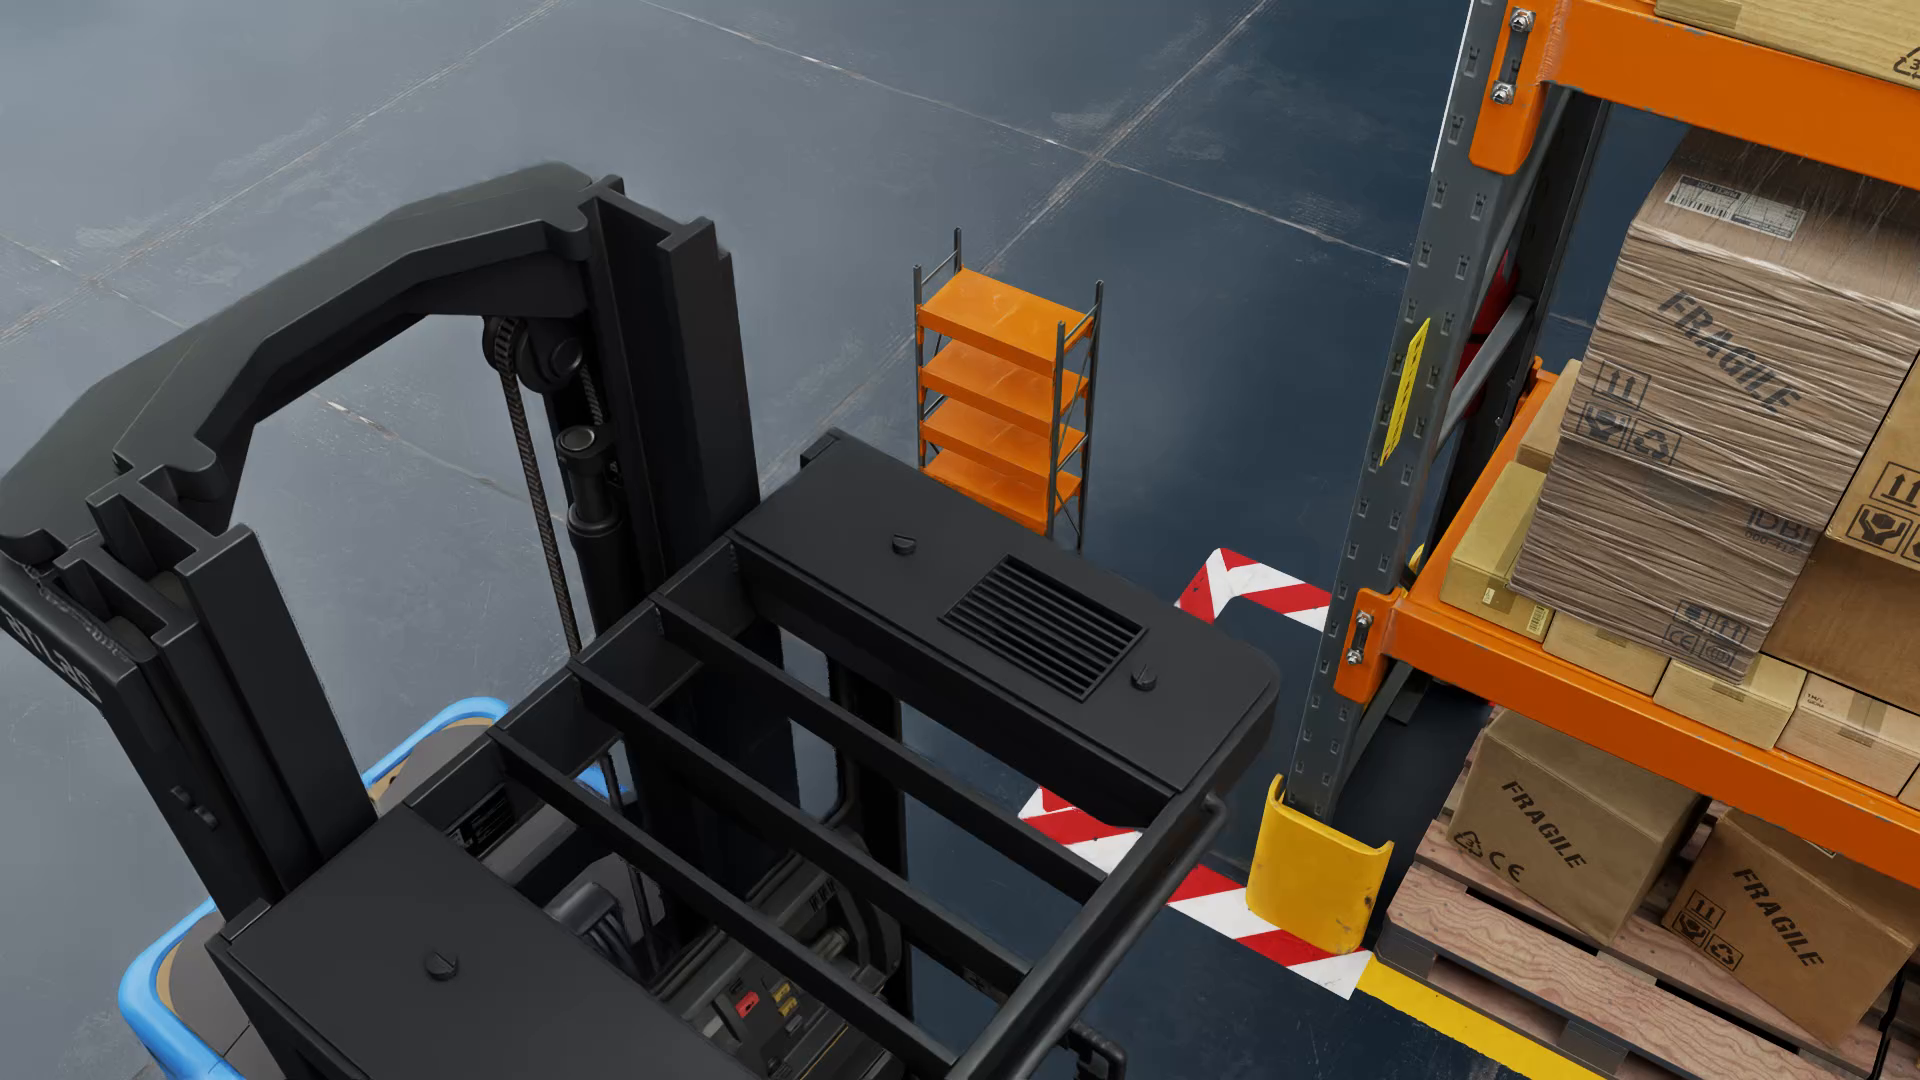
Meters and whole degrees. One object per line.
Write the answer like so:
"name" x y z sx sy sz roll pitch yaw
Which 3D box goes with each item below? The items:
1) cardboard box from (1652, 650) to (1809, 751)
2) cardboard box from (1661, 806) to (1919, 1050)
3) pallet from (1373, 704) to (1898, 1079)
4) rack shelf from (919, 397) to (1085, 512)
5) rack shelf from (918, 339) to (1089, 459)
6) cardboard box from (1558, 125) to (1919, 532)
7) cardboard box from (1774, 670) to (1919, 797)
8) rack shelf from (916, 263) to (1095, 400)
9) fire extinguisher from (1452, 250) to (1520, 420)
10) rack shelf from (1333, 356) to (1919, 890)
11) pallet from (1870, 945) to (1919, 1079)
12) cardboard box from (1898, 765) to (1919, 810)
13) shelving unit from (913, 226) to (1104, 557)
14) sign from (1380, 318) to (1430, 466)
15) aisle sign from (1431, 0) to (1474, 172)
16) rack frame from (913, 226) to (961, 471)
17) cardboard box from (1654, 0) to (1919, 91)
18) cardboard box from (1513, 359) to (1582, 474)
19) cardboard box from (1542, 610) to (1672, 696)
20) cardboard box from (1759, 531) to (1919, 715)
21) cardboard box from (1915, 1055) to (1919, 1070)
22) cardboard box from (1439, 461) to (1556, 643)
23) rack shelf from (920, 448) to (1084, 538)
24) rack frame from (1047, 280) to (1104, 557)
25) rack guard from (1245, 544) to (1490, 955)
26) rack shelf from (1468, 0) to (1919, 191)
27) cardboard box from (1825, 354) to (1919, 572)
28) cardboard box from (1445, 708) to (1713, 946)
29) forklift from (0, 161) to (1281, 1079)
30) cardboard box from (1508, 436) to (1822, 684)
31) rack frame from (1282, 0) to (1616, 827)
"cardboard box" 1.700 0.236 3.604 0.250 0.149 0.380 25 51 22
"cardboard box" 2.225 0.867 4.266 0.500 0.500 0.500 -33 54 -28
"pallet" 1.915 1.017 4.615 1.213 0.211 1.003 25 51 22
"rack shelf" 0.139 -0.307 5.306 0.480 0.148 0.258 25 51 22
"rack shelf" 0.139 -0.463 5.145 0.480 0.148 0.258 25 51 22
"cardboard box" 1.502 -0.430 3.102 0.500 0.500 0.500 25 51 22
"cardboard box" 1.922 0.320 3.523 0.250 0.149 0.380 25 51 22
"rack shelf" 0.139 -0.628 4.976 0.480 0.148 0.258 25 51 22
"fire extinguisher" 1.339 -0.616 4.311 0.183 0.674 0.296 25 51 22
"rack shelf" 2.870 0.705 3.475 4.000 0.370 1.077 25 51 22
"pallet" 2.938 1.490 4.155 1.213 0.211 1.003 25 51 22
"cardboard box" 2.128 0.421 3.424 0.250 0.149 0.380 25 51 22
"shelving unit" 0.139 -0.354 5.257 0.503 1.200 0.258 25 51 22
"sign" 0.894 -0.294 3.341 0.005 0.325 0.100 25 51 22
"aisle sign" 0.972 -1.069 2.885 0.004 0.787 0.394 25 51 22
"rack frame" -0.066 -0.449 5.349 0.015 1.200 0.240 25 51 22
"cardboard box" 1.452 -0.971 2.615 0.500 0.250 0.500 26 51 23
"cardboard box" 1.538 -0.247 4.074 0.250 0.149 0.380 25 51 22
"cardboard box" 1.498 0.130 3.707 0.250 0.149 0.380 25 51 22
"cardboard box" 2.120 -0.108 3.486 0.500 0.500 0.875 25 51 22
"cardboard box" 2.741 1.121 4.019 0.500 0.500 0.500 29 53 25
"cardboard box" 1.298 0.022 3.813 0.250 0.149 0.380 25 51 22
"rack shelf" 0.139 -0.169 5.448 0.480 0.148 0.258 25 51 22
"rack frame" 0.345 -0.260 5.166 0.015 1.200 0.240 25 51 22
"rack guard" 1.250 0.580 4.838 0.348 0.500 1.175 25 51 22
"rack shelf" 2.870 -0.341 2.399 4.000 0.370 1.077 25 51 22
"cardboard box" 1.919 -0.232 2.909 0.500 0.500 0.500 25 51 22
"cardboard box" 1.703 0.656 4.471 0.500 0.500 0.500 34 55 29
"forklift" -0.266 0.987 2.747 3.031 2.935 1.130 29 52 25
"cardboard box" 1.635 -0.229 3.604 0.500 0.500 0.875 25 51 22
"rack frame" 1.186 -0.320 3.970 0.127 3.000 1.000 25 51 22
